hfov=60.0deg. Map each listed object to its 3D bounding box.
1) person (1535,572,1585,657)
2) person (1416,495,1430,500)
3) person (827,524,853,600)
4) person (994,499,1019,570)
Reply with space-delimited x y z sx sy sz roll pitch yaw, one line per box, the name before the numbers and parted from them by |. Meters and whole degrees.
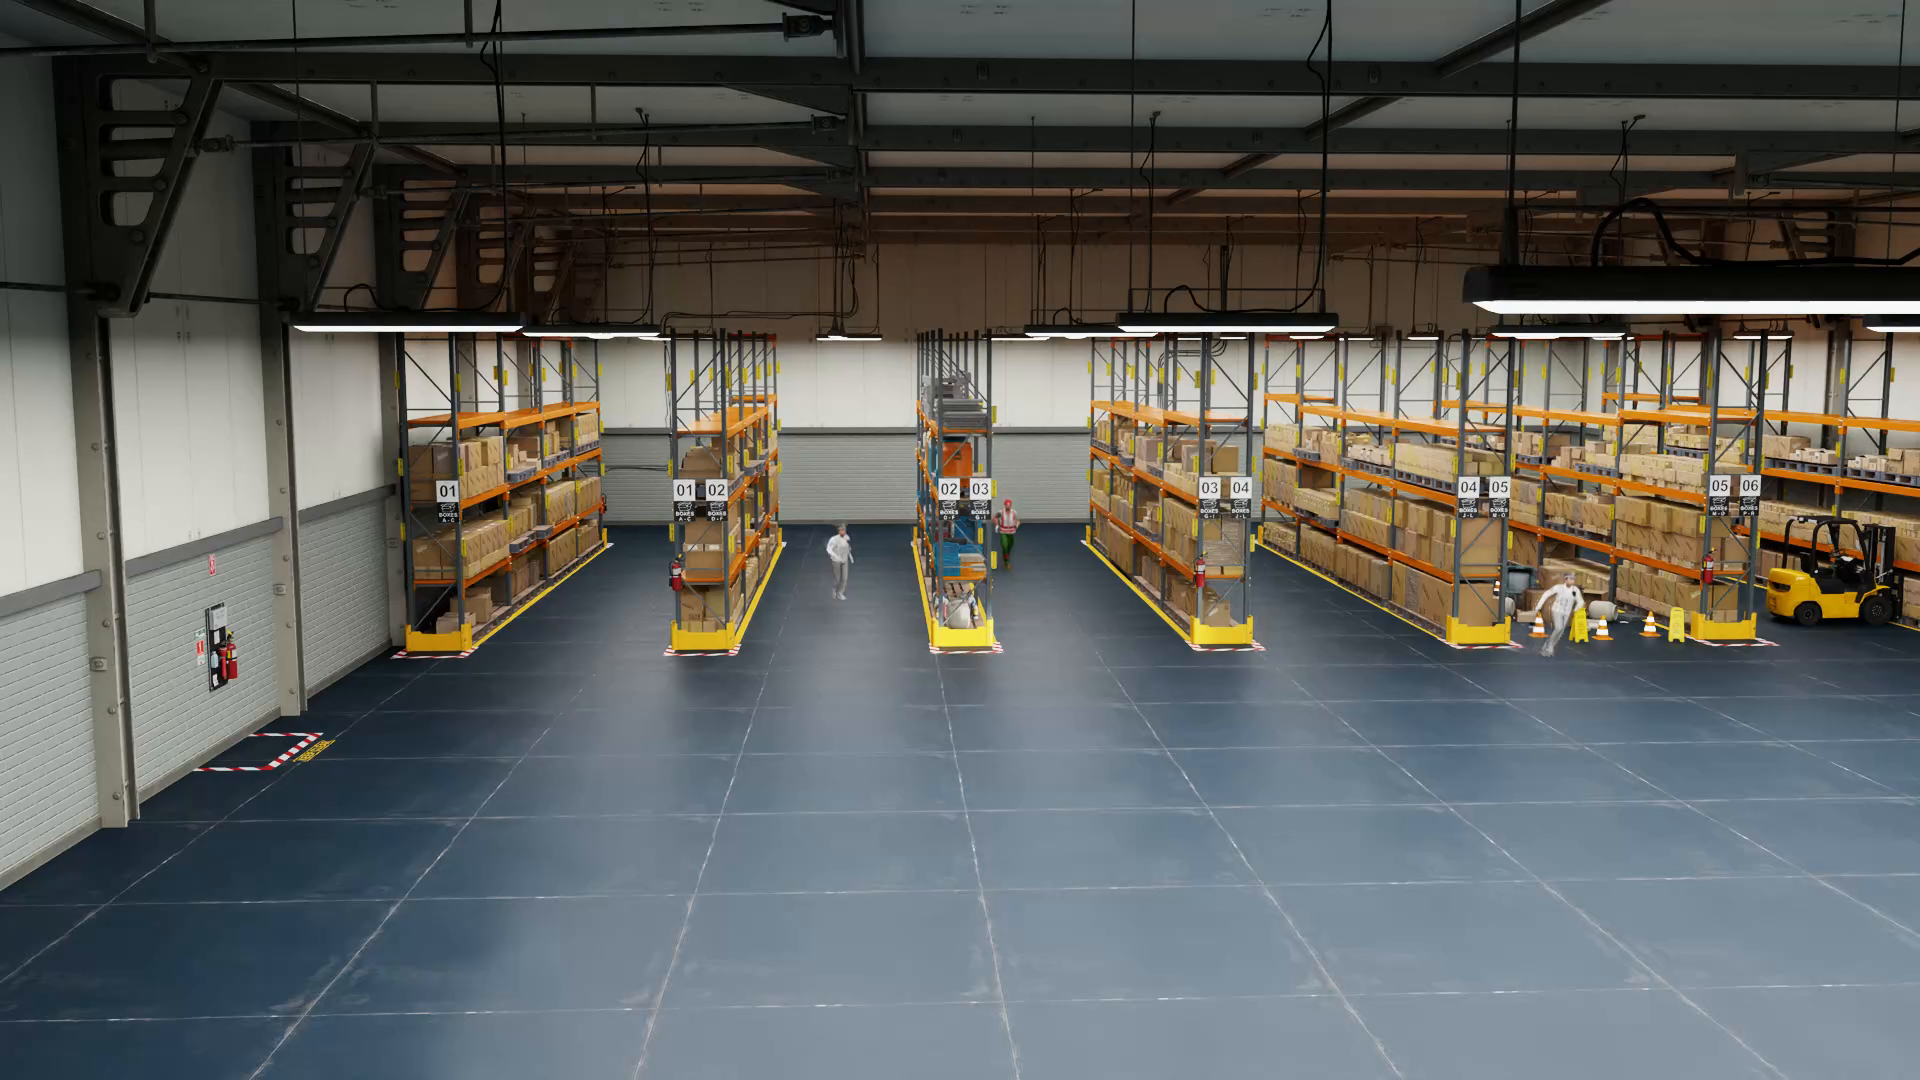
person | 11.038 1.367 30.464 0.766 1.598 0.646 -1 7 -9
person | 14.058 -1.081 50.354 0.720 1.787 0.675 -3 7 -23
person | -2.578 0.461 35.497 0.609 1.648 0.665 -3 8 -27
person | 1.201 -0.170 42.539 0.615 1.785 0.991 -1 7 -12
